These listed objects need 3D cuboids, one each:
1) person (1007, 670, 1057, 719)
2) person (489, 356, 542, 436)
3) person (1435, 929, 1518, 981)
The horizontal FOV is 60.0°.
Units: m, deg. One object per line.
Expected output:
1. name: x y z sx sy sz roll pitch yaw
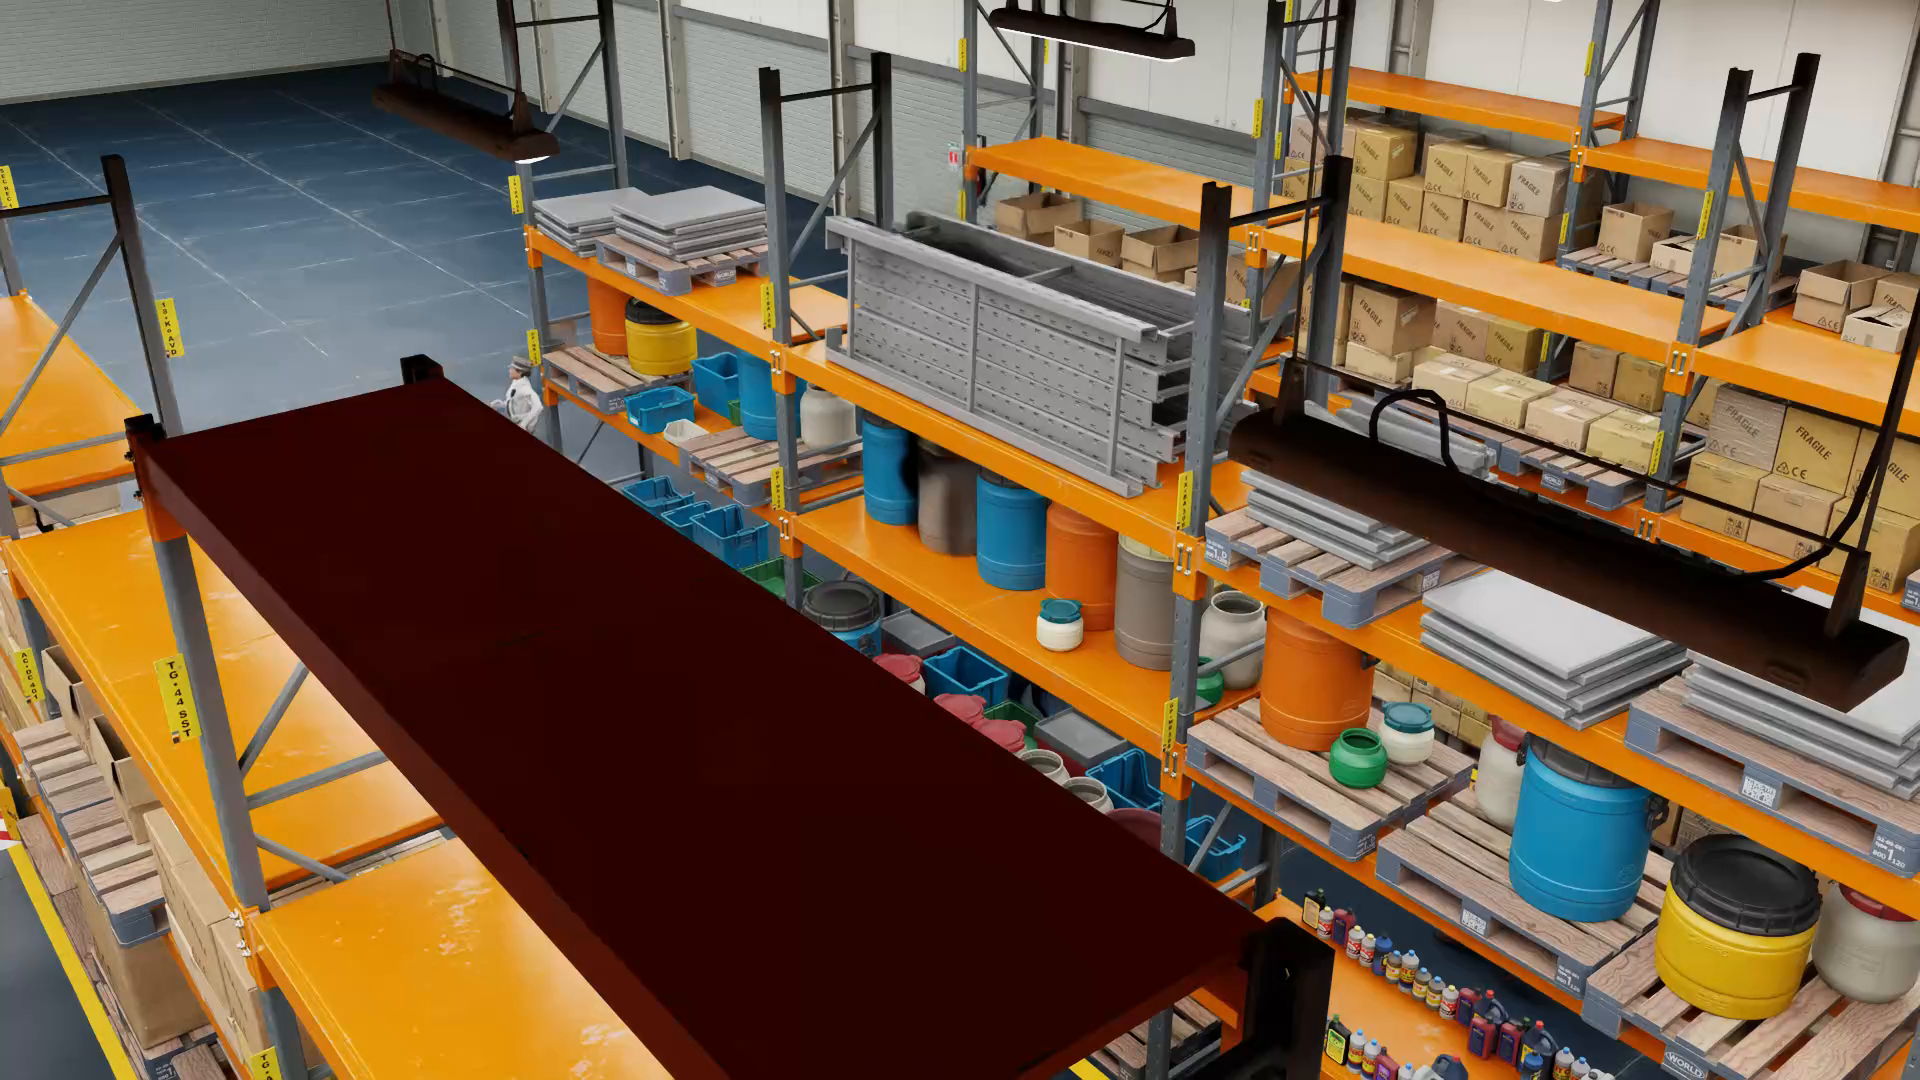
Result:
1. person: 0.619 1.104 14.096 0.531 1.607 0.838 -21 33 -37
2. person: -5.027 -1.285 18.996 0.628 1.703 0.595 -5 26 -11
3. person: 3.763 2.304 11.631 0.617 1.637 0.802 -23 34 -38
